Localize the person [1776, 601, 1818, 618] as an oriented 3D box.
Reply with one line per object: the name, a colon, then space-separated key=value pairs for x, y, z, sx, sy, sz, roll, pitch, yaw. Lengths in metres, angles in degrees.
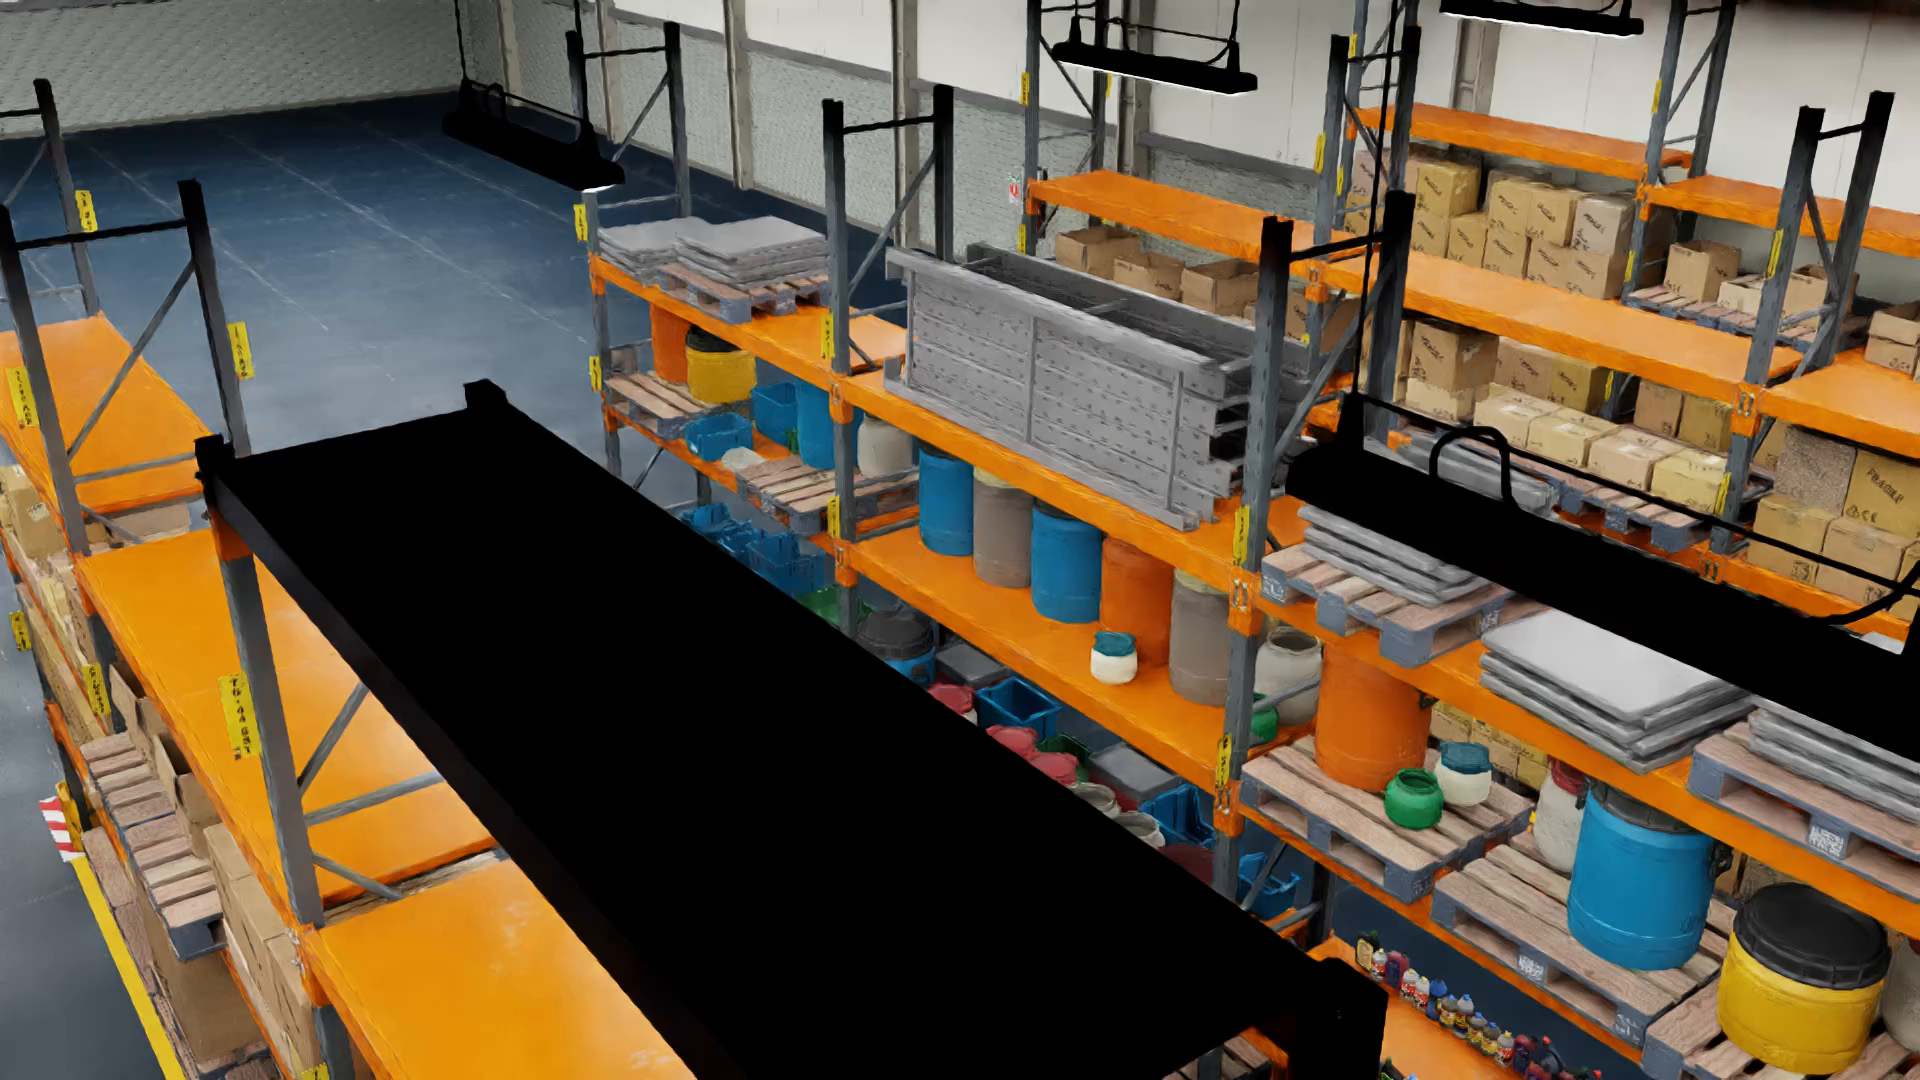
person: x=7.777 y=0.620 z=15.611 sx=0.541 sy=1.678 sz=0.454 roll=13 pitch=28 yaw=26
